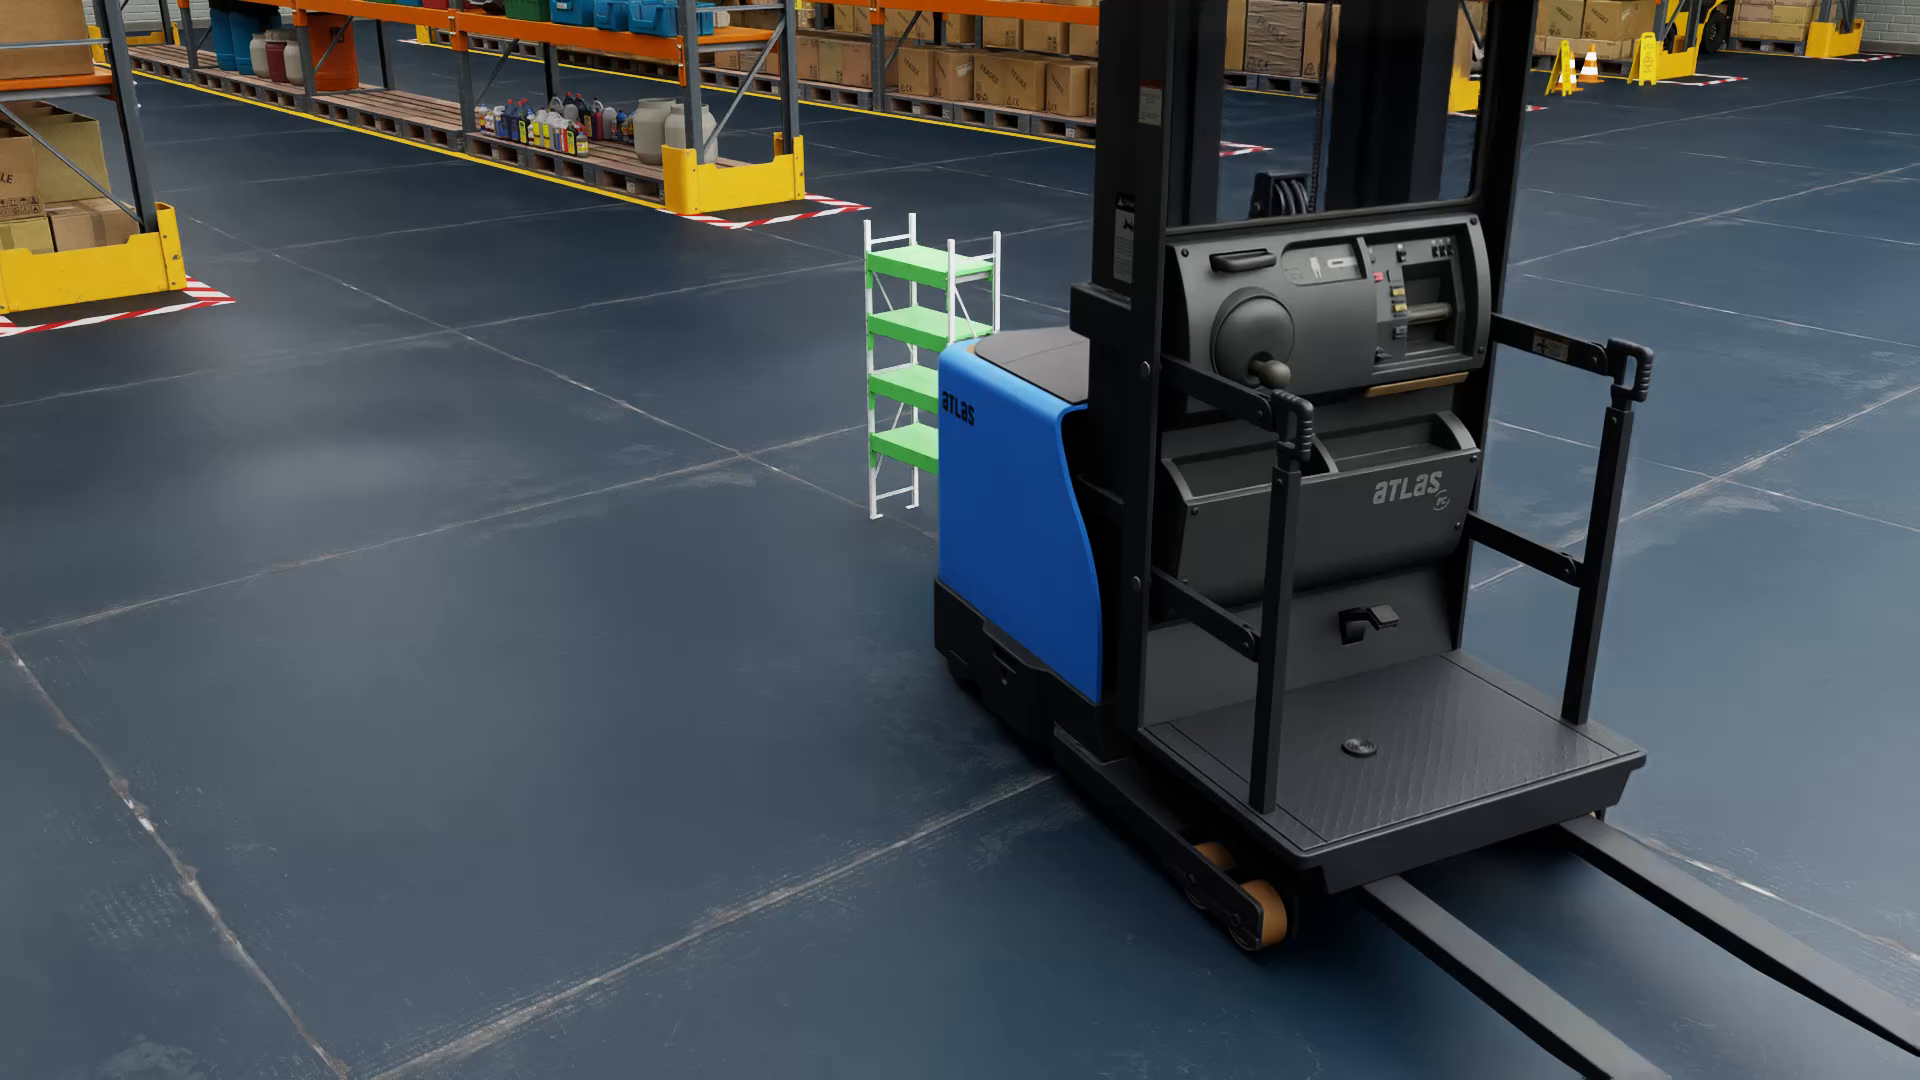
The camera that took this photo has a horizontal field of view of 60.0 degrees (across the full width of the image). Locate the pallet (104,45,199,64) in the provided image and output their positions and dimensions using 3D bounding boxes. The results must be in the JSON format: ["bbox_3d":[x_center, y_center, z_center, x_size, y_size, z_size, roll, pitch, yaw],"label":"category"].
[{"bbox_3d":[-11.650,-6.981,24.018,1.003,0.211,1.213,-17,27,-37],"label":"pallet"}]

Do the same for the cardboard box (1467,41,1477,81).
[{"bbox_3d":[6.480,-6.354,22.017,0.637,0.503,0.797,3,22,9],"label":"cardboard box"}]

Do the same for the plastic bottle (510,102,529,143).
[{"bbox_3d":[-3.990,-3.798,15.098,0.144,0.351,0.185,-19,28,-40],"label":"plastic bottle"}]

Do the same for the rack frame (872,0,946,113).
[{"bbox_3d":[-0.574,-6.380,18.660,1.000,3.000,0.127,-17,27,-37],"label":"rack frame"}]

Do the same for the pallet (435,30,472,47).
[{"bbox_3d":[-7.826,-8.195,27.117,1.003,0.211,1.213,-17,27,-37],"label":"pallet"}]

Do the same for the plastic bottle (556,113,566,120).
[{"bbox_3d":[-3.617,-3.688,14.919,0.152,0.276,0.135,-17,27,-37],"label":"plastic bottle"}]

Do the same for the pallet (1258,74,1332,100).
[{"bbox_3d":[4.487,-5.668,20.667,1.003,0.211,1.213,-17,27,-37],"label":"pallet"}]

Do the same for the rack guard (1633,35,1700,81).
[{"bbox_3d":[9.495,-6.491,22.371,1.175,0.500,0.348,-17,27,-37],"label":"rack guard"}]

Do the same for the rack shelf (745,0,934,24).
[{"bbox_3d":[-1.879,-6.598,20.202,1.077,0.370,4.000,-17,27,-37],"label":"rack shelf"}]

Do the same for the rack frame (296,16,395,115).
[{"bbox_3d":[-6.937,-6.306,18.471,1.000,3.000,0.127,-17,27,-37],"label":"rack frame"}]

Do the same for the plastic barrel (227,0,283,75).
[{"bbox_3d":[-8.744,-6.280,20.706,0.600,0.901,0.708,-17,27,-37],"label":"plastic barrel"}]

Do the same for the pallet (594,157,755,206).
[{"bbox_3d":[-2.326,-3.033,13.938,1.003,0.211,1.213,-17,27,-37],"label":"pallet"}]

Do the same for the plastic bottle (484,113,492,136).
[{"bbox_3d":[-4.384,-3.882,15.517,0.097,0.201,0.097,0,21,0],"label":"plastic bottle"}]

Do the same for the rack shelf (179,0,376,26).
[{"bbox_3d":[-8.242,-6.524,20.013,1.077,0.370,4.000,-17,27,-37],"label":"rack shelf"}]

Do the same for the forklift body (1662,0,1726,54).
[{"bbox_3d":[10.683,-8.511,25.265,2.313,2.155,1.214,-17,27,-37],"label":"forklift body"}]

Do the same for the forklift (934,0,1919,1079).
[{"bbox_3d":[1.028,-0.568,3.916,1.130,2.935,3.031,-10,24,-25],"label":"forklift"}]

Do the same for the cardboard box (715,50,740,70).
[{"bbox_3d":[-2.732,-6.346,21.397,0.700,0.500,0.500,-19,28,-40],"label":"cardboard box"}]

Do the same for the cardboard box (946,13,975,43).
[{"bbox_3d":[0.011,-7.789,25.110,0.500,0.500,0.500,-18,27,-38],"label":"cardboard box"}]

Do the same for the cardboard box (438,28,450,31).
[{"bbox_3d":[-7.928,-8.744,27.033,0.875,0.875,0.875,-17,27,-37],"label":"cardboard box"}]

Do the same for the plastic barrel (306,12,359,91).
[{"bbox_3d":[-7.269,-5.622,19.125,0.600,0.830,0.708,-17,27,-37],"label":"plastic barrel"}]

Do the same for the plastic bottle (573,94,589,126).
[{"bbox_3d":[-3.562,-4.010,15.638,0.144,0.351,0.185,-19,28,-40],"label":"plastic bottle"}]

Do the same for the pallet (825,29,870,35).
[{"bbox_3d":[-1.463,-8.230,27.207,1.003,0.211,1.213,-17,27,-37],"label":"pallet"}]

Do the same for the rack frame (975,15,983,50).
[{"bbox_3d":[0.639,-8.638,24.425,1.000,3.000,0.127,-17,27,-37],"label":"rack frame"}]

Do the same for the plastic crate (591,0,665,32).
[{"bbox_3d":[-2.688,-4.274,13.488,0.499,0.251,0.408,-17,27,-37],"label":"plastic crate"}]

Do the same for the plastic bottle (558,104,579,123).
[{"bbox_3d":[-3.658,-3.933,15.544,0.152,0.276,0.135,-17,27,-37],"label":"plastic bottle"}]

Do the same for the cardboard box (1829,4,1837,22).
[{"bbox_3d":[13.153,-8.144,25.673,0.500,0.250,0.500,-17,27,-36],"label":"cardboard box"}]

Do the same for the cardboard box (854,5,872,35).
[{"bbox_3d":[-1.344,-8.362,26.571,0.500,0.500,0.500,-16,26,-35],"label":"cardboard box"}]

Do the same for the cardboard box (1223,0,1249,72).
[{"bbox_3d":[3.607,-6.549,21.428,0.875,0.875,0.875,-17,27,-37],"label":"cardboard box"}]

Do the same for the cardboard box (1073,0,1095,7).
[{"bbox_3d":[1.330,-5.314,16.282,0.380,0.149,0.250,-17,27,-37],"label":"cardboard box"}]

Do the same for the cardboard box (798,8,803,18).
[{"bbox_3d":[-2.605,-8.833,27.848,0.380,0.149,0.250,-19,28,-40],"label":"cardboard box"}]

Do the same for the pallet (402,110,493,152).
[{"bbox_3d":[-4.868,-4.110,16.689,1.003,0.211,1.213,-17,27,-37],"label":"pallet"}]

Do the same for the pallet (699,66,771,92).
[{"bbox_3d":[-2.676,-5.971,21.438,1.003,0.211,1.213,-17,27,-37],"label":"pallet"}]

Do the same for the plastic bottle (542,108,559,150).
[{"bbox_3d":[-3.591,-3.630,14.667,0.144,0.351,0.185,-16,27,-35],"label":"plastic bottle"}]

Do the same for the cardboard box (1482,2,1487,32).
[{"bbox_3d":[7.810,-7.488,23.654,0.500,0.500,0.500,-16,26,-35],"label":"cardboard box"}]

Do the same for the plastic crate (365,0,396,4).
[{"bbox_3d":[-5.677,-5.516,16.745,0.450,0.188,0.662,-17,27,-37],"label":"plastic crate"}]

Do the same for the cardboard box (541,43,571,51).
[{"bbox_3d":[-5.363,-7.624,24.175,1.225,0.875,0.875,-17,27,-37],"label":"cardboard box"}]

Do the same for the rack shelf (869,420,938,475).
[{"bbox_3d":[-0.108,-0.321,6.493,0.258,0.148,0.480,-17,27,-37],"label":"rack shelf"}]

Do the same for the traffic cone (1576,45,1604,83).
[{"bbox_3d":[8.287,-6.265,21.844,0.336,0.463,0.334,-17,27,-37],"label":"traffic cone"}]

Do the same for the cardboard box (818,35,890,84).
[{"bbox_3d":[-1.255,-5.732,19.830,0.700,0.500,0.500,-18,27,-38],"label":"cardboard box"}]

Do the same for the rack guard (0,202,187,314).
[{"bbox_3d":[-5.454,-1.747,10.259,1.175,0.500,0.348,-17,27,-37],"label":"rack guard"}]

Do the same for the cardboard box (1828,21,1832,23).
[{"bbox_3d":[13.130,-7.914,25.772,0.500,0.250,0.500,-17,27,-37],"label":"cardboard box"}]

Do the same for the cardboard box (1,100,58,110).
[{"bbox_3d":[-6.629,-2.798,11.682,0.500,0.500,0.500,-17,27,-37],"label":"cardboard box"}]

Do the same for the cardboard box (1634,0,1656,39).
[{"bbox_3d":[9.212,-7.194,22.903,0.500,0.500,0.500,-19,28,-39],"label":"cardboard box"}]

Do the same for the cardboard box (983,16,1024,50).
[{"bbox_3d":[0.968,-7.596,24.275,1.050,0.750,0.750,-18,28,-38],"label":"cardboard box"}]

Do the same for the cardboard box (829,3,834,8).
[{"bbox_3d":[-2.040,-9.033,27.950,0.380,0.149,0.250,-16,27,-35],"label":"cardboard box"}]

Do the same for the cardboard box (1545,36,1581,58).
[{"bbox_3d":[8.481,-6.854,23.064,0.500,0.250,0.500,-17,27,-37],"label":"cardboard box"}]

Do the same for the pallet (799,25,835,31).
[{"bbox_3d":[-2.437,-8.622,28.208,1.003,0.211,1.213,-17,27,-37],"label":"pallet"}]

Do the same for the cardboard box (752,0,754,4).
[{"bbox_3d":[-3.388,-9.362,28.792,0.380,0.149,0.250,-17,27,-37],"label":"cardboard box"}]

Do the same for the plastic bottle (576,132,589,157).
[{"bbox_3d":[-3.246,-3.401,14.287,0.097,0.201,0.097,0,21,0],"label":"plastic bottle"}]

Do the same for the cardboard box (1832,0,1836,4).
[{"bbox_3d":[13.132,-8.375,25.578,0.500,0.250,0.500,-18,28,-38],"label":"cardboard box"}]

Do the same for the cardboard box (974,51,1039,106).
[{"bbox_3d":[0.501,-4.982,17.943,0.500,0.500,0.500,19,29,40],"label":"cardboard box"}]

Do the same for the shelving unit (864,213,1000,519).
[{"bbox_3d":[-0.108,-0.604,6.382,0.258,1.200,0.503,-17,27,-37],"label":"shelving unit"}]

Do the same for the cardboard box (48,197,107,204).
[{"bbox_3d":[-5.981,-2.171,11.109,0.500,0.250,0.500,-17,27,-37],"label":"cardboard box"}]

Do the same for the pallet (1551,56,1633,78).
[{"bbox_3d":[8.992,-6.589,23.019,1.003,0.211,1.213,-17,27,-37],"label":"pallet"}]

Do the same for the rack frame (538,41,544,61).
[{"bbox_3d":[-5.796,-8.590,24.303,1.000,3.000,0.127,-17,27,-37],"label":"rack frame"}]

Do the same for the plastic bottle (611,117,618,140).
[{"bbox_3d":[-3.150,-3.779,15.254,0.097,0.201,0.097,0,21,0],"label":"plastic bottle"}]

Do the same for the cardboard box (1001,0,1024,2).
[{"bbox_3d":[0.636,-5.577,16.954,0.380,0.149,0.250,-17,27,-37],"label":"cardboard box"}]
